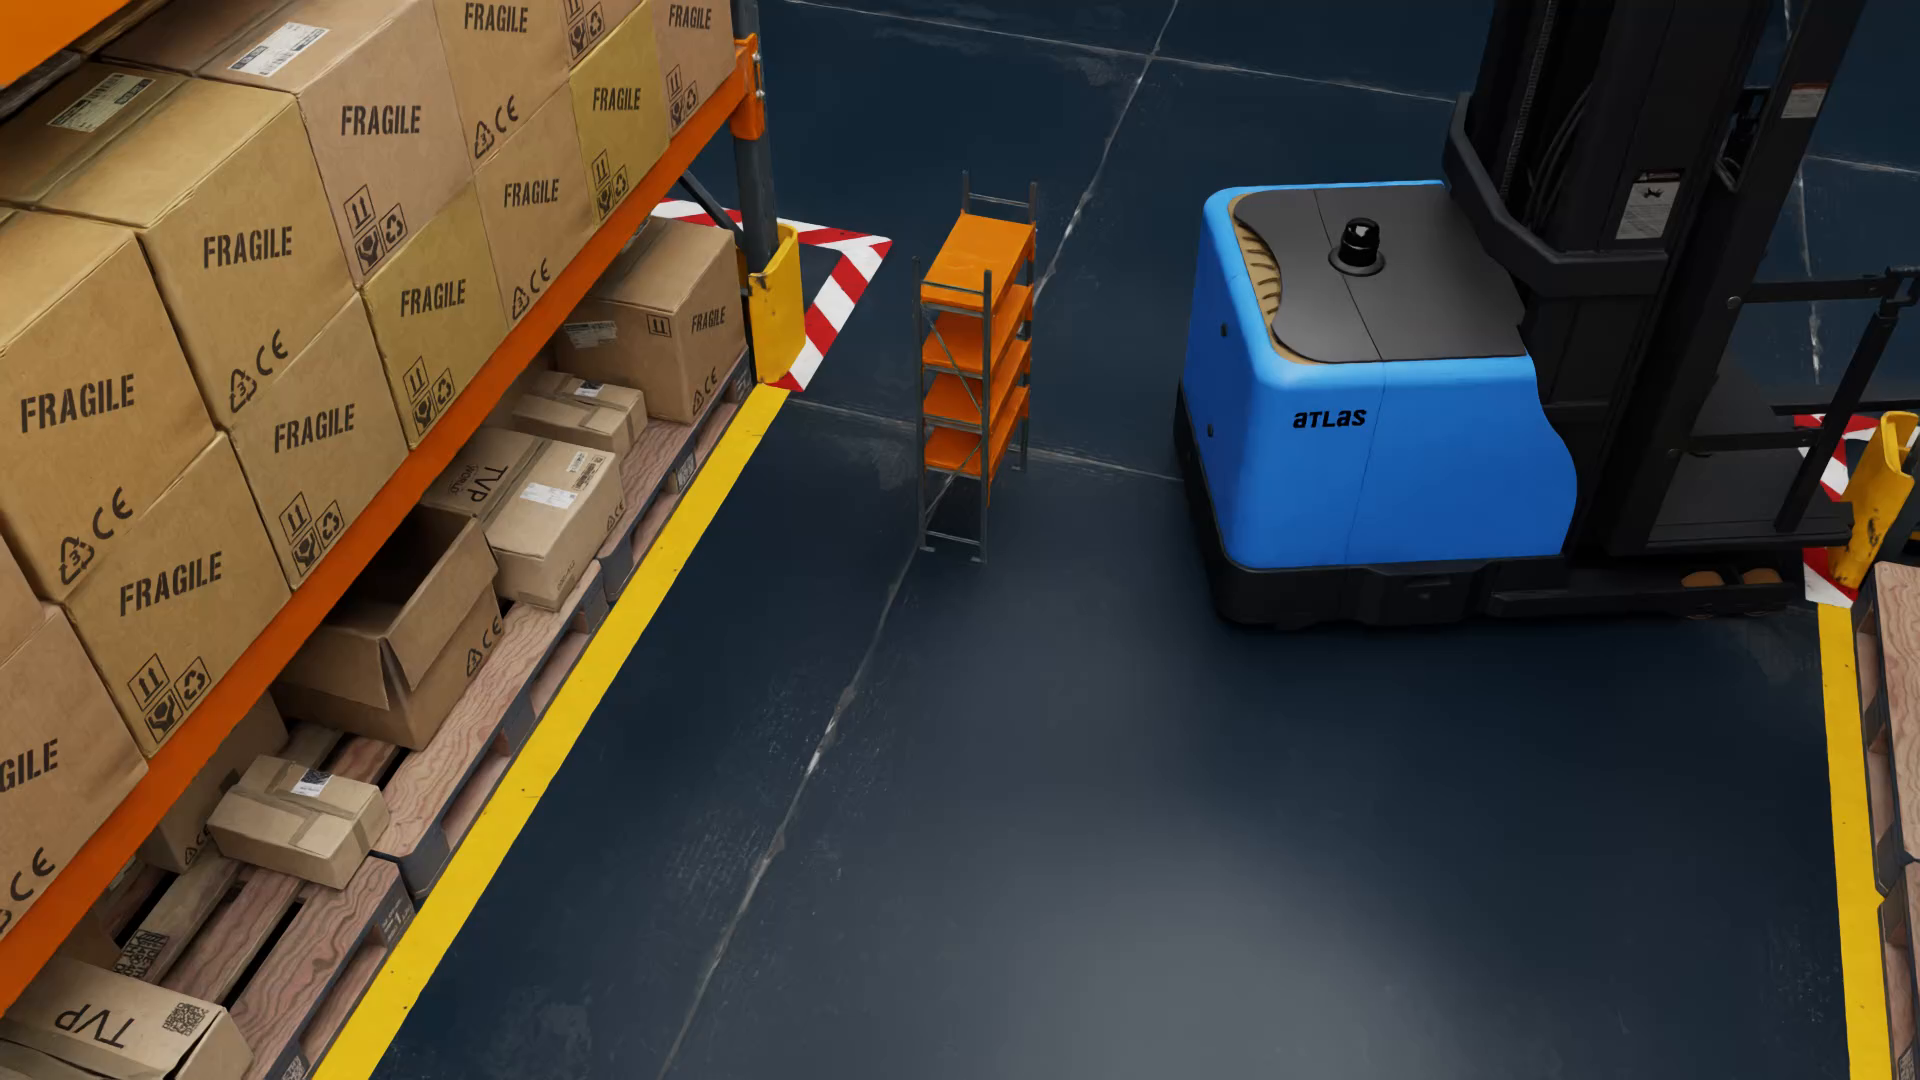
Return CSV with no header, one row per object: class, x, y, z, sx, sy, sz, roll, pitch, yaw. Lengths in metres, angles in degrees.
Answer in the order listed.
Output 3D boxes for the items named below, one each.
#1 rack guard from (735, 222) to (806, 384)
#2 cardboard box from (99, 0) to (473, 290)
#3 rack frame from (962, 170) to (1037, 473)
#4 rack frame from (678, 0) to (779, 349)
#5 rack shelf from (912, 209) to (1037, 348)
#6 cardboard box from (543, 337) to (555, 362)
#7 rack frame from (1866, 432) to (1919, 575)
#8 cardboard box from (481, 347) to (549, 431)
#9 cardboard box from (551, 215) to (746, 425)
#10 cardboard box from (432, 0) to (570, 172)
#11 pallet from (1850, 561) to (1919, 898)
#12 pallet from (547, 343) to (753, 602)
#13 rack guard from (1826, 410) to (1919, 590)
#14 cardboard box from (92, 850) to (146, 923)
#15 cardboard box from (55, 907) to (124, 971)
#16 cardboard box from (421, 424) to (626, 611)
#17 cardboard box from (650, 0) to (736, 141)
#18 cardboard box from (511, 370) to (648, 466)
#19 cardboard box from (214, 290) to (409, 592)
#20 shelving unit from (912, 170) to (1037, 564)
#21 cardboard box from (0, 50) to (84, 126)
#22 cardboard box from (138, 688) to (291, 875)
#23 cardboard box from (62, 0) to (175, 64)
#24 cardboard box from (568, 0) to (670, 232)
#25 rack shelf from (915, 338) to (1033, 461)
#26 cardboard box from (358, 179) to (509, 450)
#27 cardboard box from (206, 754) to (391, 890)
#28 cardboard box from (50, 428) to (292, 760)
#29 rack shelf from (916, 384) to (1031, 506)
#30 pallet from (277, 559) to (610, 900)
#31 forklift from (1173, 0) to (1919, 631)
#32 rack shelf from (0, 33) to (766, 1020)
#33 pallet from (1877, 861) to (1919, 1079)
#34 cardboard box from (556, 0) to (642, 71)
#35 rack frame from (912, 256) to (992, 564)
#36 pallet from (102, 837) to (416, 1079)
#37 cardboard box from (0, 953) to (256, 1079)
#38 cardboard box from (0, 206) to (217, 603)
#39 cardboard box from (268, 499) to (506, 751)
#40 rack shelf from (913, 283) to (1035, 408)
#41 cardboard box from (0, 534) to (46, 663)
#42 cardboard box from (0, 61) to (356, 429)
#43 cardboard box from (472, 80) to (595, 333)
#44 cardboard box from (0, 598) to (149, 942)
rack guard,-1.199,-1.003,6.418,1.175,0.500,0.348,13,46,13
cardboard box,-1.509,-0.960,3.800,0.500,0.500,0.500,14,46,14
rack frame,0.124,-0.702,5.609,0.240,1.200,0.015,13,46,12
rack frame,-1.176,-1.947,5.595,1.000,3.000,0.127,13,46,13
rack shelf,0.050,-0.820,5.168,0.258,0.148,0.480,13,46,12
cardboard box,-1.706,-0.719,6.051,0.380,0.166,0.250,13,46,13
rack frame,3.544,-0.896,4.521,1.000,3.000,0.127,13,46,13
cardboard box,-1.762,-0.486,5.754,0.500,0.250,0.500,13,46,13
cardboard box,-1.106,-0.797,5.892,0.500,0.500,0.500,13,46,13
cardboard box,-1.353,-1.302,4.150,0.500,0.500,0.500,14,46,14
pallet,3.257,0.642,4.943,1.003,0.211,1.213,13,46,13
pallet,-1.439,-0.368,5.976,1.003,0.211,1.213,13,46,13
rack guard,3.539,-0.021,5.414,1.175,0.500,0.348,13,46,13
cardboard box,-2.428,0.878,4.432,0.380,0.149,0.250,13,46,13
cardboard box,-2.485,1.015,4.041,0.500,0.500,0.500,13,46,13
cardboard box,-1.422,-0.080,5.339,0.500,0.250,0.500,13,46,13
cardboard box,-1.052,-1.627,5.196,0.500,0.500,0.500,14,46,14
cardboard box,-1.314,-0.427,5.752,0.380,0.166,0.250,13,46,13
cardboard box,-1.667,-0.274,3.814,0.500,0.500,0.500,12,46,12
shelving unit,0.050,-0.539,5.443,0.258,1.200,0.503,13,46,12
cardboard box,-2.175,-0.744,3.579,0.500,0.500,0.500,13,46,13
cardboard box,-2.258,0.583,4.618,0.500,0.311,0.500,13,46,13
cardboard box,-2.022,-1.079,3.922,0.500,0.500,0.500,12,46,12
cardboard box,-1.206,-1.280,4.842,0.500,0.500,0.500,13,46,13
rack shelf,0.050,-0.491,5.490,0.258,0.148,0.480,13,46,12
cardboard box,-1.515,-0.613,4.160,0.500,0.500,0.500,12,46,12
cardboard box,-1.801,0.762,4.538,0.380,0.166,0.250,13,46,13
cardboard box,-1.821,0.059,3.473,0.500,0.500,0.500,13,46,13
rack shelf,0.050,-0.349,5.629,0.258,0.148,0.480,13,46,12
pallet,-1.811,0.442,5.147,1.003,0.211,1.213,13,46,13
forklift,2.314,-1.157,4.836,3.031,2.935,1.130,-3,44,-3
rack shelf,-1.781,-0.357,4.485,1.077,0.370,4.000,13,46,13
pallet,2.886,1.453,4.114,1.003,0.211,1.213,13,46,13
cardboard box,-1.201,-1.649,4.504,0.500,0.500,0.500,14,46,14
rack frame,-0.024,-0.377,5.277,0.240,1.200,0.015,13,46,12
pallet,-2.178,1.258,4.314,1.003,0.211,1.213,13,46,13
cardboard box,-2.054,1.289,3.896,0.500,0.311,0.500,13,46,13
cardboard box,-1.820,-0.273,3.098,0.500,0.500,0.500,11,45,11
cardboard box,-1.823,0.200,4.871,0.797,0.503,0.637,13,46,13
rack shelf,0.050,-0.651,5.334,0.258,0.148,0.480,13,46,12
cardboard box,-1.976,0.071,2.746,0.500,0.500,0.500,14,46,14
cardboard box,-1.664,-0.615,3.448,0.500,0.500,0.500,11,46,11
cardboard box,-1.362,-0.949,4.504,0.500,0.500,0.500,13,46,13
cardboard box,-1.973,0.401,3.124,0.500,0.500,0.500,14,46,14
